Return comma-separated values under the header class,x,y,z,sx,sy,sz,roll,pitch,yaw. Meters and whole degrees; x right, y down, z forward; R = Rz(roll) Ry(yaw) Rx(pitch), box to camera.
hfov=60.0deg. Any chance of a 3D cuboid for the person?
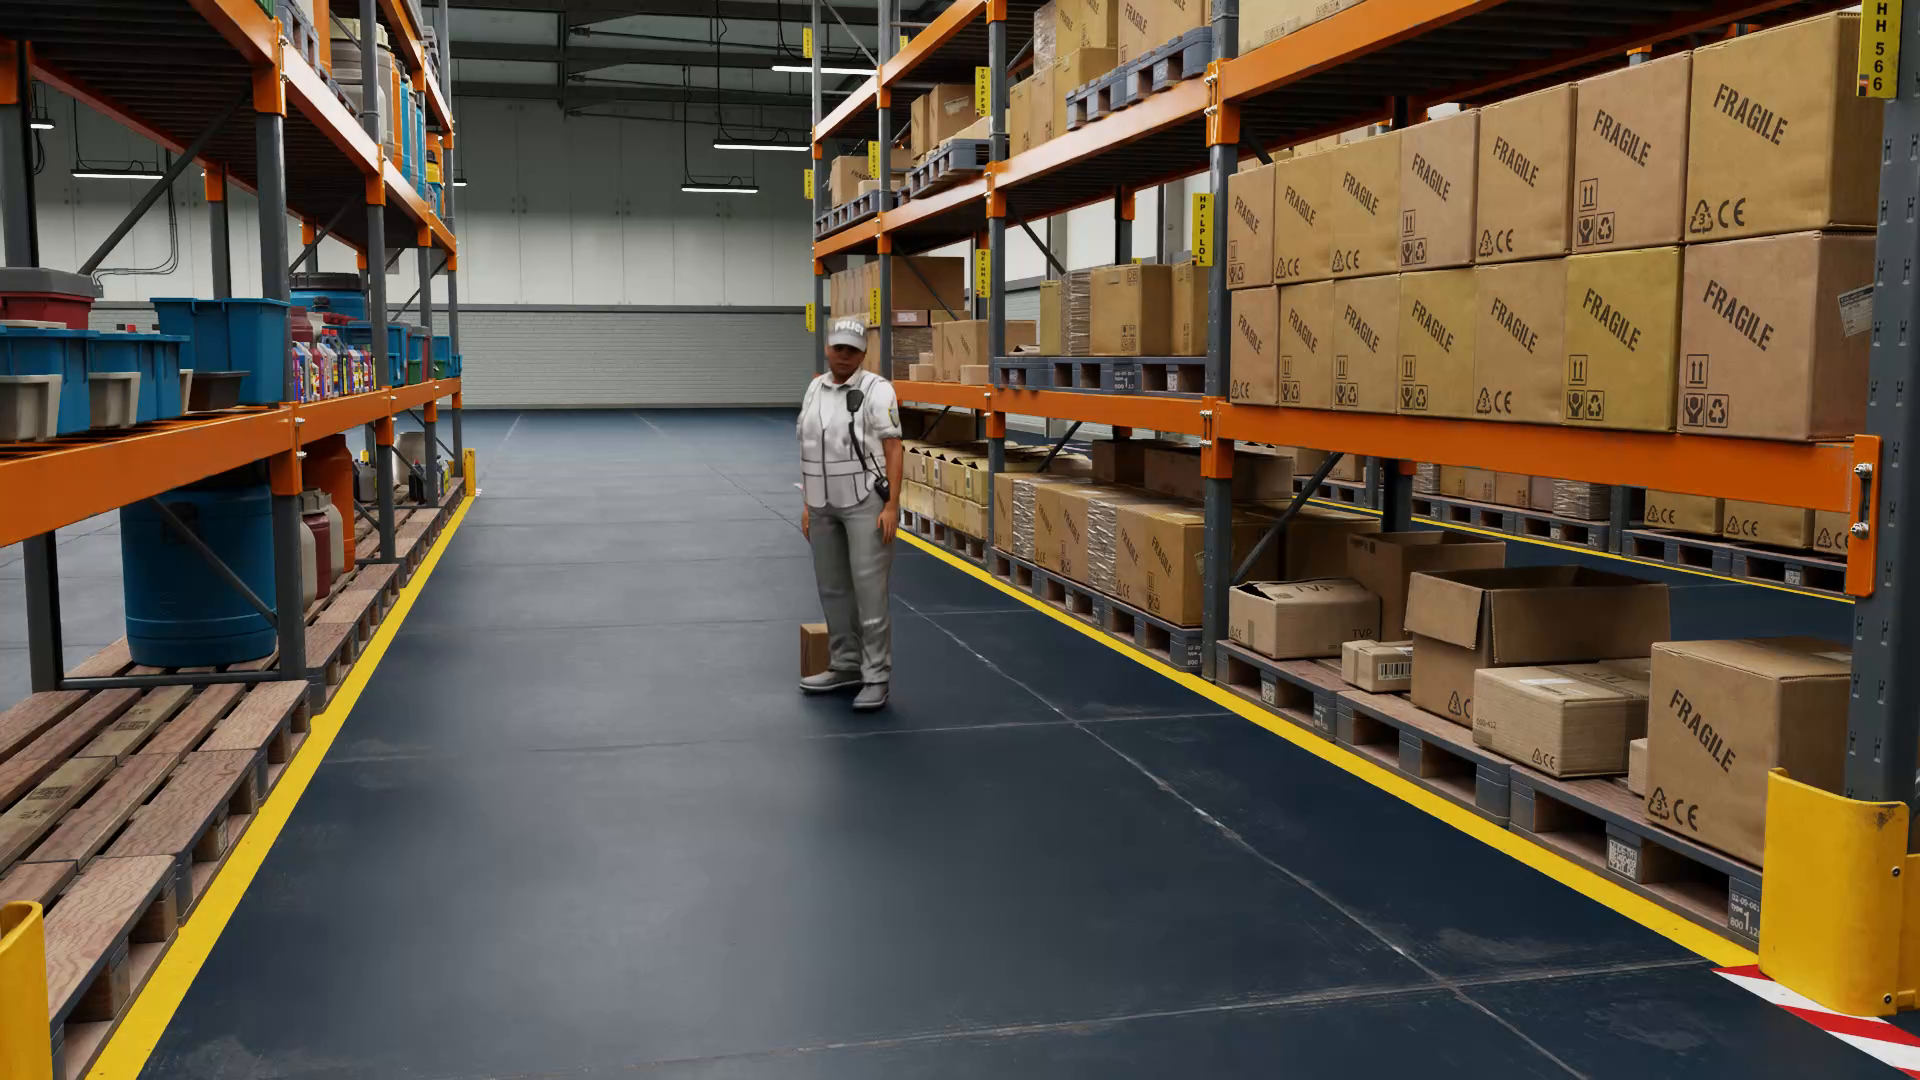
class,x,y,z,sx,sy,sz,roll,pitch,yaw
person,-0.496,-0.137,7.249,0.543,1.661,0.451,4,7,33
